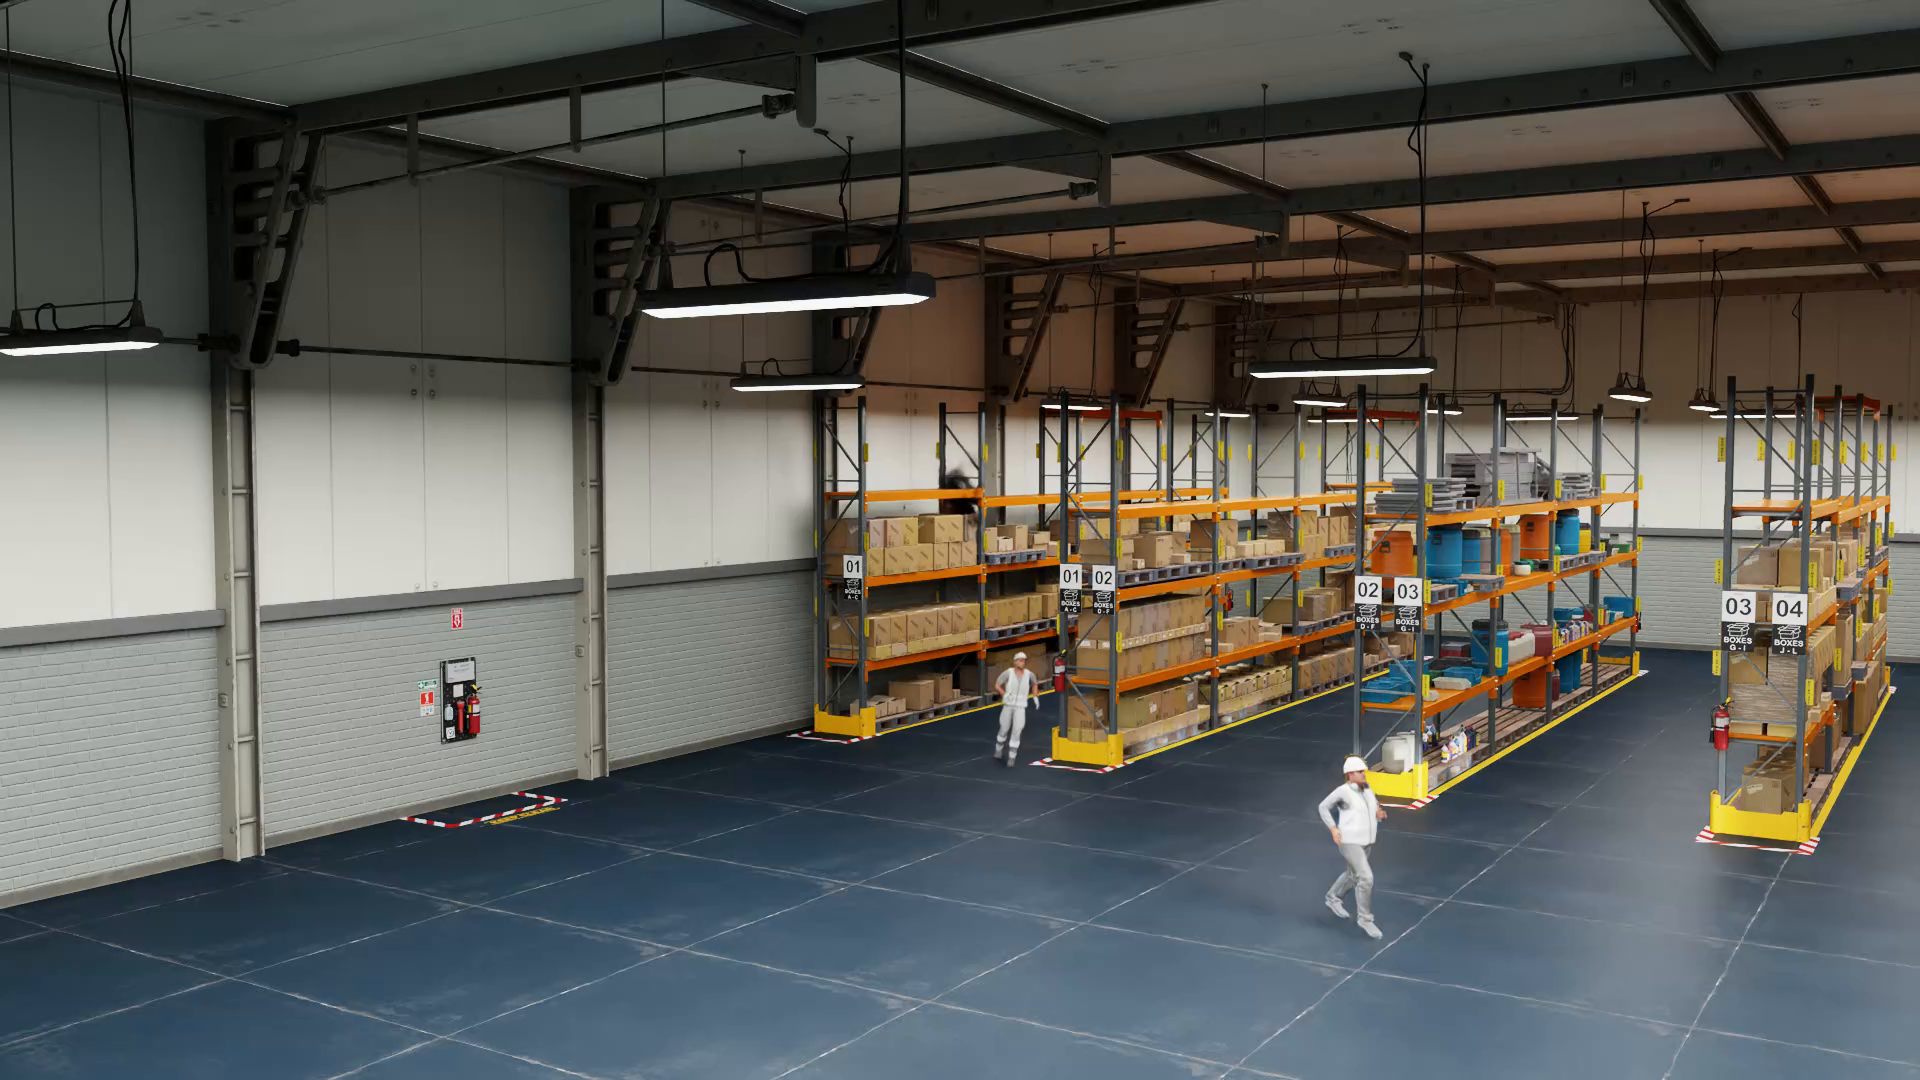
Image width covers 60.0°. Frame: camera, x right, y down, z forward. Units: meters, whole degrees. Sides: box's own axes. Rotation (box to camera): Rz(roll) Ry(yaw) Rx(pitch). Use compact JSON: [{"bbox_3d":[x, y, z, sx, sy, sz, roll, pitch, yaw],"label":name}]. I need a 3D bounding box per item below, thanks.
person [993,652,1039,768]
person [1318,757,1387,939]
[{"bbox_3d":[0.916,2.695,26.706,0.725,1.796,0.844,0,3,-5],"label":"person"},{"bbox_3d":[4.146,3.188,17.467,0.633,1.822,0.825,-3,4,-41],"label":"person"}]
